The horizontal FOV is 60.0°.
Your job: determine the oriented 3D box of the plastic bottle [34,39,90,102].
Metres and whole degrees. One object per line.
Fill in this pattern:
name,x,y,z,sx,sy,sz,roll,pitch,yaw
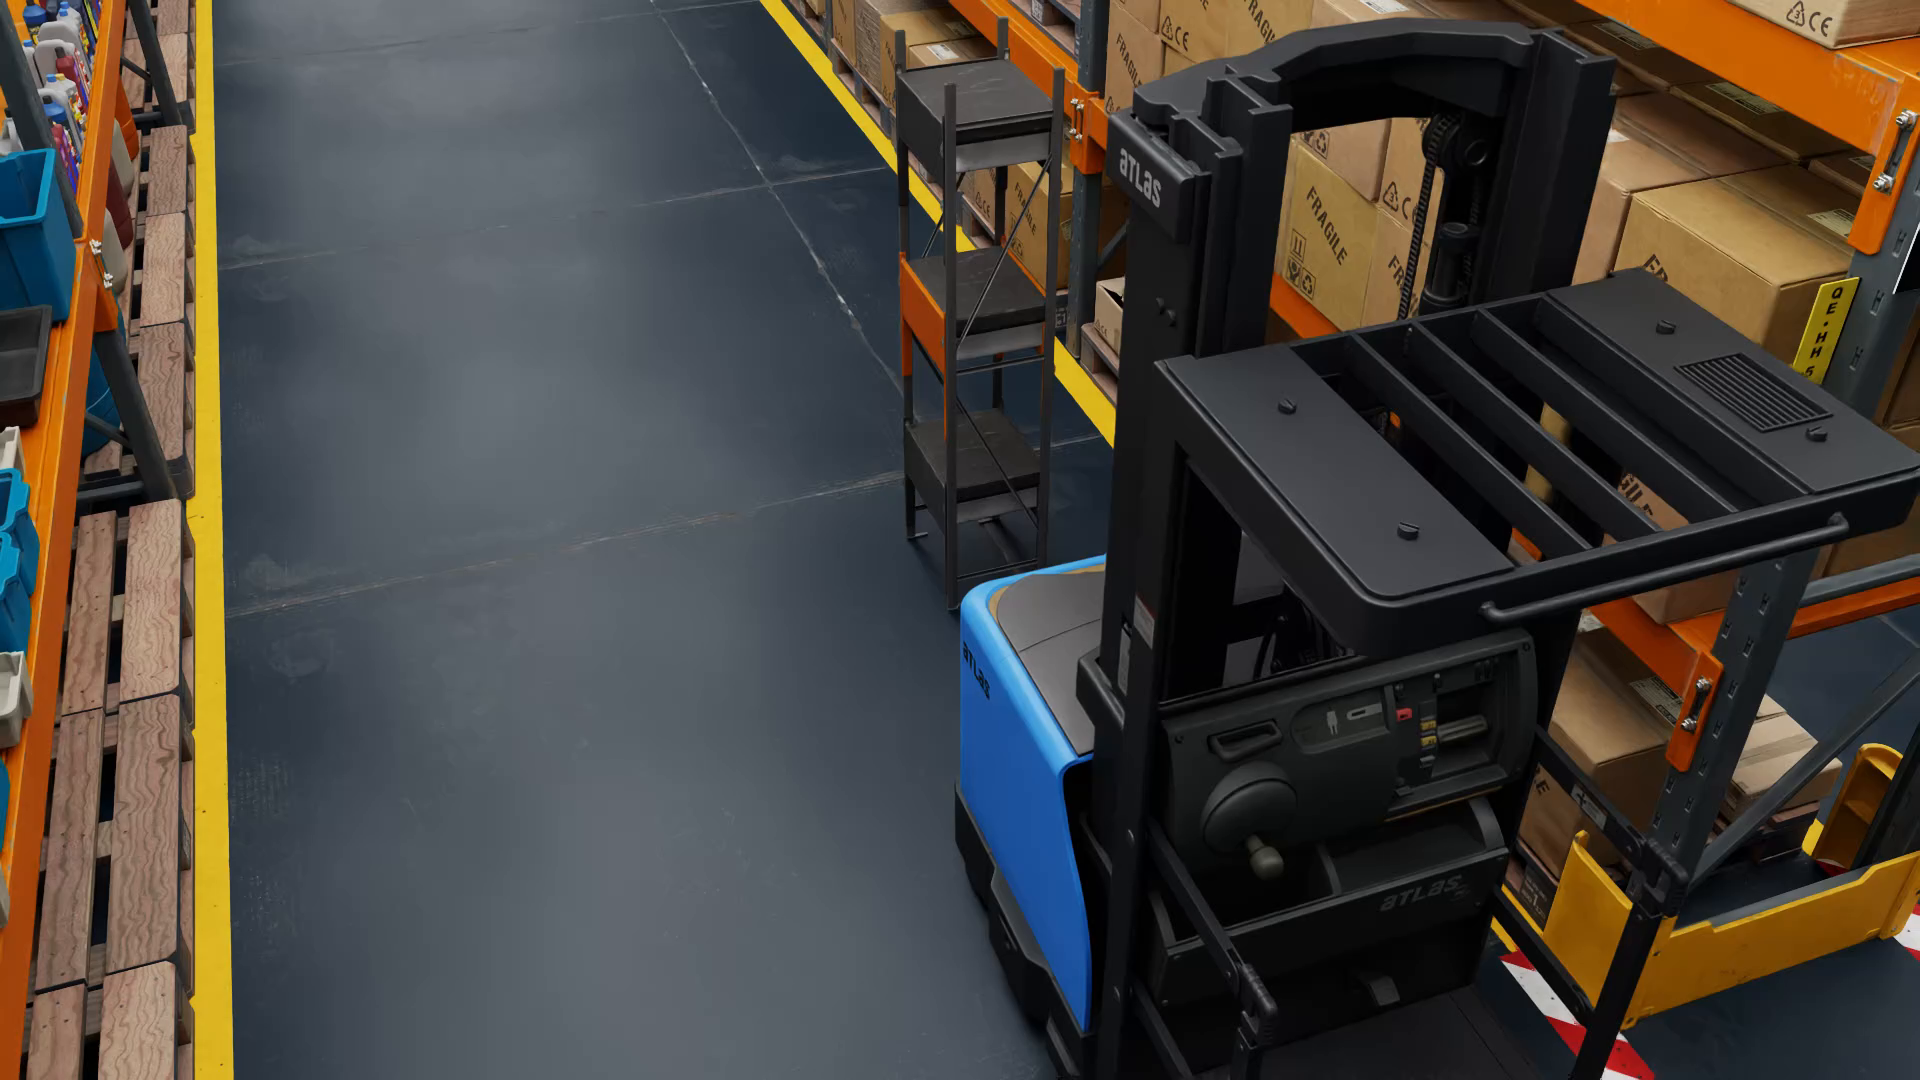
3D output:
plastic bottle,-3.777,-1.977,6.984,0.152,0.276,0.135,-12,39,-16

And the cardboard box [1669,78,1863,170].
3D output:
cardboard box,2.279,-0.965,4.624,0.500,0.500,0.500,-12,39,-15

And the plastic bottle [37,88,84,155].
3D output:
plastic bottle,-3.584,-1.660,6.564,0.152,0.276,0.135,-12,39,-16

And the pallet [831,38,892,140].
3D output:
pallet,-0.160,-2.902,10.428,1.003,0.211,1.213,-12,39,-16

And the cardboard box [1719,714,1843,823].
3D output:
cardboard box,2.550,0.729,5.293,0.380,0.149,0.250,-12,39,-16

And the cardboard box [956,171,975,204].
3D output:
cardboard box,0.222,-2.147,8.820,0.500,0.500,0.500,-12,39,-15

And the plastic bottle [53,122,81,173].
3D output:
plastic bottle,-3.485,-1.516,6.434,0.097,0.201,0.097,0,37,0

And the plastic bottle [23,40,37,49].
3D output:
plastic bottle,-3.968,-2.042,7.132,0.097,0.201,0.097,0,37,0

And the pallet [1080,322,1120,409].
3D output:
pallet,1.231,-0.684,7.483,1.003,0.211,1.213,-12,39,-16

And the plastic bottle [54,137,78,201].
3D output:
plastic bottle,-3.383,-1.412,6.228,0.061,0.283,0.133,-12,39,-16

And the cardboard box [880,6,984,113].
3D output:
cardboard box,-0.140,-2.728,9.590,0.500,0.500,0.500,-13,39,-17

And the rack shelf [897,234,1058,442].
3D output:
rack shelf,0.057,-0.734,6.002,0.431,0.518,0.480,-12,39,-16

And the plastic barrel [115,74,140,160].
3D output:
plastic barrel,-4.849,-2.451,8.965,0.600,0.830,0.708,-12,39,-16

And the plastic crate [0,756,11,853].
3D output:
plastic crate,-2.283,0.560,3.602,0.416,0.233,0.300,-12,39,-16

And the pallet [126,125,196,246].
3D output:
pallet,-4.723,-1.872,9.060,1.003,0.211,1.213,-12,39,-16

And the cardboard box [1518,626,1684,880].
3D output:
cardboard box,1.953,0.640,5.119,0.500,0.500,0.500,-12,39,-16

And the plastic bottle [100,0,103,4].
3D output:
plastic bottle,-4.191,-2.674,7.972,0.097,0.201,0.097,0,37,0

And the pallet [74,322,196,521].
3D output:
pallet,-3.883,-0.494,7.230,1.003,0.211,1.213,-12,39,-16

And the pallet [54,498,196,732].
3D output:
pallet,-3.368,0.358,6.099,1.003,0.211,1.213,-12,39,-16

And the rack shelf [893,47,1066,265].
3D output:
rack shelf,0.057,-1.293,5.581,0.431,0.518,0.480,-12,39,-16

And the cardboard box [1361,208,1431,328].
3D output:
cardboard box,1.614,-0.739,5.154,0.500,0.500,0.500,-12,39,-16

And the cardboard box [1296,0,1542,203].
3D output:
cardboard box,1.426,-1.428,5.238,0.500,0.500,0.500,-11,38,-15

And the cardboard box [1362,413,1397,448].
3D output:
cardboard box,1.646,-0.305,6.371,0.797,0.503,0.637,-12,39,-16

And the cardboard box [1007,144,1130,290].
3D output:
cardboard box,0.556,-1.583,8.070,0.500,0.500,0.500,-13,39,-16

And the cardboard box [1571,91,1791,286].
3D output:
cardboard box,1.786,-0.846,4.465,0.500,0.500,0.500,-11,38,-15

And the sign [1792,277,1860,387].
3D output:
sign,1.844,-0.412,3.579,0.100,0.325,0.005,-12,39,-16

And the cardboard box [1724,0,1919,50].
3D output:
cardboard box,1.947,-1.301,3.615,0.500,0.250,0.500,-12,39,-16

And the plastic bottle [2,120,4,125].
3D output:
plastic bottle,-3.695,-1.594,6.538,0.097,0.201,0.097,0,37,0

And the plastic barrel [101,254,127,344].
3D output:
plastic barrel,-4.072,-1.203,7.249,0.600,0.901,0.708,-12,39,-16

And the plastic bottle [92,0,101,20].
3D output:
plastic bottle,-4.100,-2.590,7.792,0.061,0.283,0.133,-12,39,-16

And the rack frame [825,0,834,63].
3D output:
rack frame,-0.381,-4.446,10.159,1.000,3.000,0.127,-12,39,-16

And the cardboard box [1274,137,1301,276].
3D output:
cardboard box,1.264,-1.310,5.913,0.500,0.500,0.500,-13,39,-16

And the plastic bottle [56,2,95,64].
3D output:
plastic bottle,-3.905,-2.232,7.327,0.097,0.271,0.097,0,37,0

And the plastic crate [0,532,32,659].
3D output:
plastic crate,-2.509,0.188,4.096,0.416,0.233,0.300,-12,39,-16

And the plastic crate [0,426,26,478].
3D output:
plastic crate,-2.776,-0.160,4.639,0.293,0.136,0.466,-12,39,-16

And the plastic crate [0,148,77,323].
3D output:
plastic crate,-3.176,-0.987,5.531,0.392,0.384,0.575,-12,39,-16

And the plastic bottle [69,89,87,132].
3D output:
plastic bottle,-3.632,-1.757,6.754,0.097,0.201,0.097,0,37,0

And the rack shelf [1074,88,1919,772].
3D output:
rack shelf,1.683,-0.769,5.876,1.077,0.370,4.000,-12,39,-16

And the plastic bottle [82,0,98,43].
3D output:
plastic bottle,-3.991,-2.410,7.554,0.061,0.283,0.133,-12,39,-16

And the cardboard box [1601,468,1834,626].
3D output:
cardboard box,1.962,-0.163,4.390,0.500,0.500,0.500,-11,38,-15

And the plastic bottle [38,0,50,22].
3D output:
plastic bottle,-4.172,-2.456,7.614,0.061,0.283,0.133,-12,39,-16

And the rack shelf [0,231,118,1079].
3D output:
rack shelf,-2.969,0.254,4.517,1.077,0.370,4.000,-12,39,-16

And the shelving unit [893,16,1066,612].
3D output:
shelving unit,0.057,-0.745,5.994,0.431,2.100,0.503,-12,39,-16

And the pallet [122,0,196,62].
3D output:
pallet,-5.680,-3.442,11.145,1.003,0.211,1.213,-12,39,-16

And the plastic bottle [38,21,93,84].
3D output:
plastic bottle,-3.857,-2.108,7.158,0.152,0.276,0.135,-12,39,-16

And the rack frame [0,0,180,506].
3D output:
rack frame,-3.657,-1.163,5.801,1.000,3.000,0.127,-12,39,-16

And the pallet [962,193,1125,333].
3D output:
pallet,0.680,-1.524,8.598,1.003,0.211,1.213,-12,39,-16

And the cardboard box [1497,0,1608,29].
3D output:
cardboard box,1.936,-1.535,5.381,0.500,0.500,0.500,-13,39,-16

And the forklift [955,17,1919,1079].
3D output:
forklift,0.968,0.553,3.580,1.130,2.935,3.031,-12,39,-16

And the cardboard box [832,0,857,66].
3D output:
cardboard box,-0.493,-3.307,10.359,0.500,0.500,0.500,-11,38,-14

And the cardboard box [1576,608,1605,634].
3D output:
cardboard box,2.279,0.348,5.715,0.500,0.250,0.500,-12,39,-16

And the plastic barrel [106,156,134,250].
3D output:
plastic barrel,-4.461,-1.716,8.191,0.600,0.588,0.708,-12,39,-16

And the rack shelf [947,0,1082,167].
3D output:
rack shelf,0.307,-3.029,8.876,1.077,0.370,4.000,-12,39,-16

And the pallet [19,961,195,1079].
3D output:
pallet,-2.528,1.737,4.269,1.003,0.211,1.213,-12,39,-16

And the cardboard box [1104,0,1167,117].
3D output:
cardboard box,0.915,-1.882,6.672,0.500,0.500,0.500,-11,38,-15

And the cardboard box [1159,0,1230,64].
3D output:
cardboard box,1.071,-2.010,6.011,0.500,0.500,0.500,-14,39,-17

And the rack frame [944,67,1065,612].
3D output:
rack frame,0.141,-0.607,5.811,0.400,2.100,0.015,-12,39,-16
